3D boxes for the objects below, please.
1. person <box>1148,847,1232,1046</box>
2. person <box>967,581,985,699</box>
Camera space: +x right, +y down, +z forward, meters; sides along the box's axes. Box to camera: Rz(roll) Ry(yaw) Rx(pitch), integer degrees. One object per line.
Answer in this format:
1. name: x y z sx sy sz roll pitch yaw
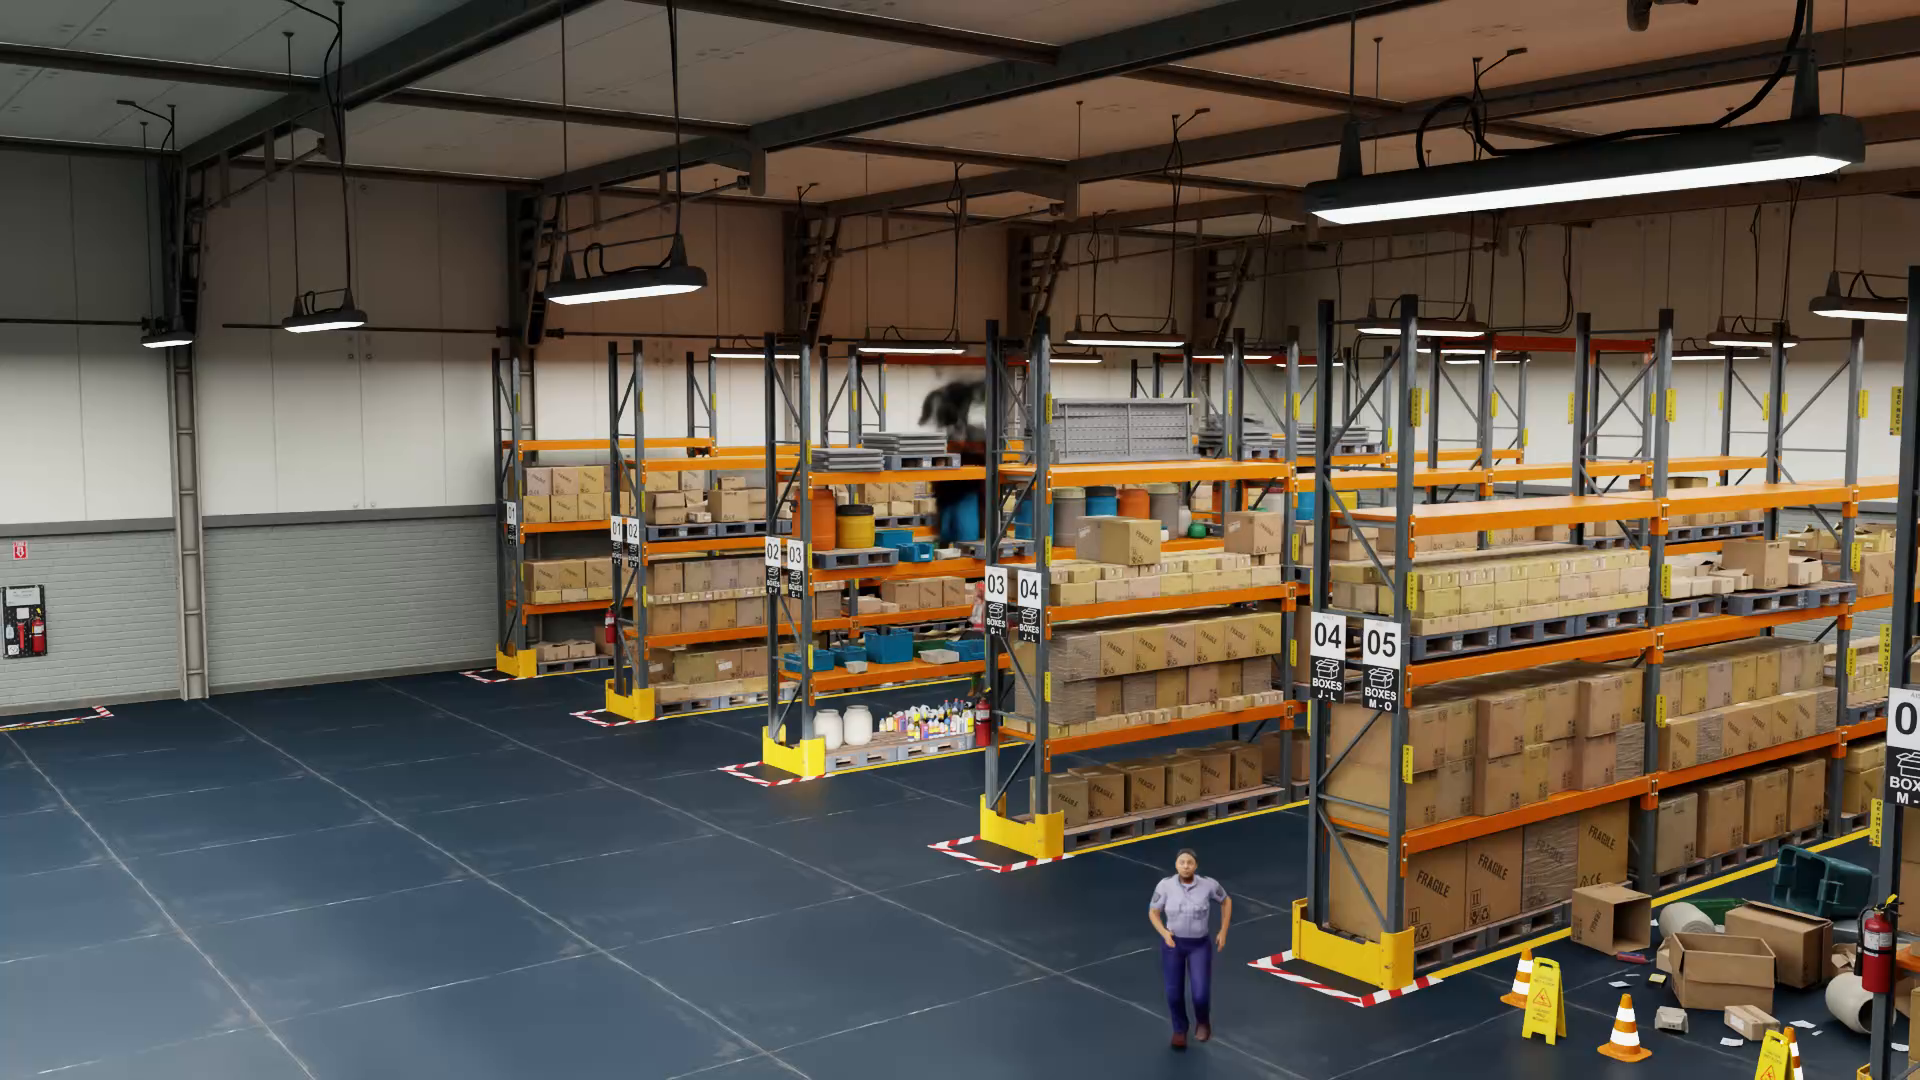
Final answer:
1. person: 1.795 3.208 13.032 0.646 1.599 0.569 1 5 10
2. person: 0.377 1.616 27.131 0.643 1.894 0.837 4 7 41
